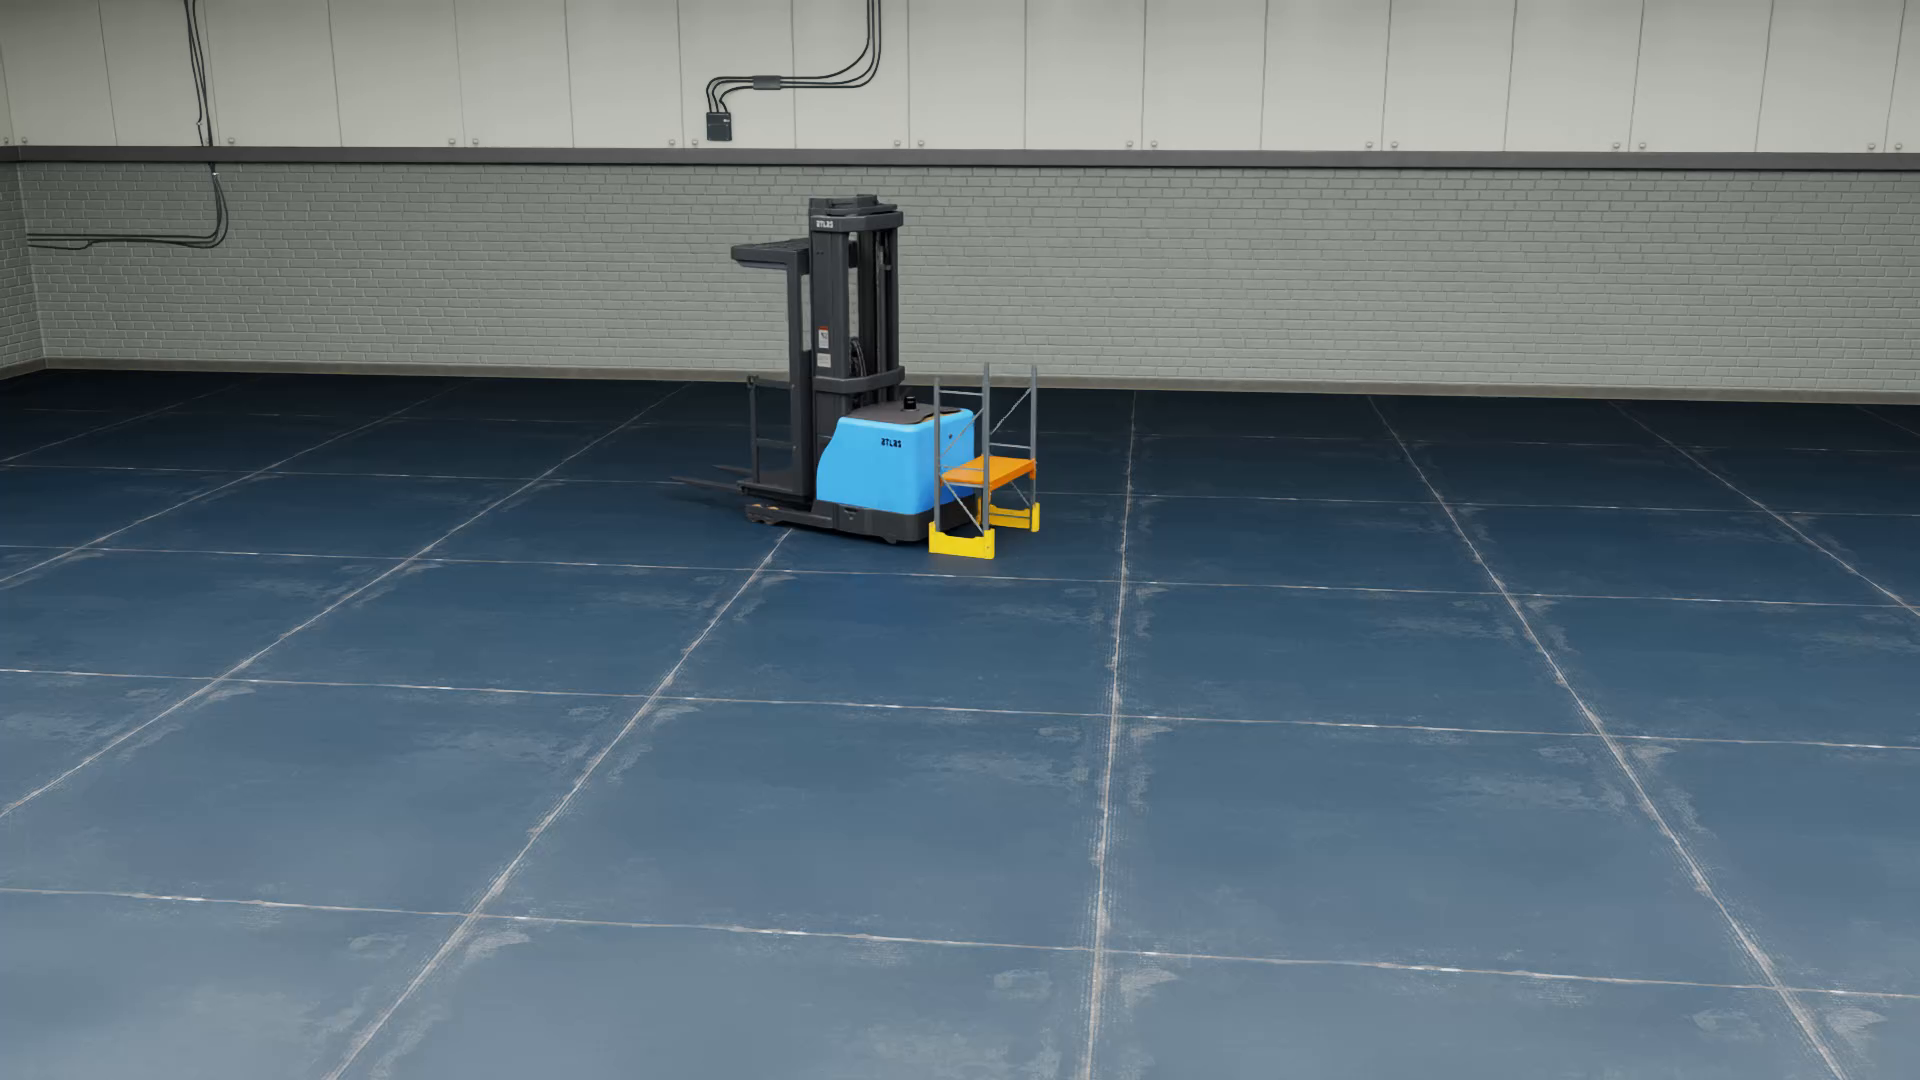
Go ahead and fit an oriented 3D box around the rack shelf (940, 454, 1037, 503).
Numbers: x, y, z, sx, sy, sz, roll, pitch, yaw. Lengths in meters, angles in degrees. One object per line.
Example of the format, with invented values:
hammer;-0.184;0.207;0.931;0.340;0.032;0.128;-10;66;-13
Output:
rack shelf;0.229;-0.547;14.502;0.538;0.185;1.000;7;17;24

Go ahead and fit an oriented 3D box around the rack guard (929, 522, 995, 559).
rack guard;0.015;0.002;14.174;0.587;0.250;0.087;7;17;24

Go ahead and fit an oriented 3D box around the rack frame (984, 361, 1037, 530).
rack frame;0.444;-0.841;14.899;0.500;1.500;0.032;7;17;24

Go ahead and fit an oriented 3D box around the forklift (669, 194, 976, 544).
forklift;-1.367;-1.655;15.166;3.031;2.935;1.130;10;18;33

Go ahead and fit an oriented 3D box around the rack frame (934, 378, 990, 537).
rack frame;0.014;-0.601;14.010;0.500;1.500;0.032;7;17;24

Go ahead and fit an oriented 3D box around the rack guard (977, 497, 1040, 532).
rack guard;0.436;-0.233;15.045;0.587;0.250;0.087;7;17;24

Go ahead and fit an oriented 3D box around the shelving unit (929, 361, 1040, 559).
shelving unit;0.225;-0.719;14.447;0.587;1.500;1.083;7;17;24

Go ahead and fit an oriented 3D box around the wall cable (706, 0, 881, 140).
wall cable;-2.156;-8.099;20.859;2.305;6.003;0.169;2;15;6

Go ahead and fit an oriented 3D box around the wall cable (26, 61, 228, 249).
wall cable;-11.587;-5.242;22.757;3.097;2.526;0.112;2;15;6

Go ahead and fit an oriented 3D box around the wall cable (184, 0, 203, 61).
wall cable;-8.899;-7.600;21.803;3.097;2.526;0.112;2;15;6
